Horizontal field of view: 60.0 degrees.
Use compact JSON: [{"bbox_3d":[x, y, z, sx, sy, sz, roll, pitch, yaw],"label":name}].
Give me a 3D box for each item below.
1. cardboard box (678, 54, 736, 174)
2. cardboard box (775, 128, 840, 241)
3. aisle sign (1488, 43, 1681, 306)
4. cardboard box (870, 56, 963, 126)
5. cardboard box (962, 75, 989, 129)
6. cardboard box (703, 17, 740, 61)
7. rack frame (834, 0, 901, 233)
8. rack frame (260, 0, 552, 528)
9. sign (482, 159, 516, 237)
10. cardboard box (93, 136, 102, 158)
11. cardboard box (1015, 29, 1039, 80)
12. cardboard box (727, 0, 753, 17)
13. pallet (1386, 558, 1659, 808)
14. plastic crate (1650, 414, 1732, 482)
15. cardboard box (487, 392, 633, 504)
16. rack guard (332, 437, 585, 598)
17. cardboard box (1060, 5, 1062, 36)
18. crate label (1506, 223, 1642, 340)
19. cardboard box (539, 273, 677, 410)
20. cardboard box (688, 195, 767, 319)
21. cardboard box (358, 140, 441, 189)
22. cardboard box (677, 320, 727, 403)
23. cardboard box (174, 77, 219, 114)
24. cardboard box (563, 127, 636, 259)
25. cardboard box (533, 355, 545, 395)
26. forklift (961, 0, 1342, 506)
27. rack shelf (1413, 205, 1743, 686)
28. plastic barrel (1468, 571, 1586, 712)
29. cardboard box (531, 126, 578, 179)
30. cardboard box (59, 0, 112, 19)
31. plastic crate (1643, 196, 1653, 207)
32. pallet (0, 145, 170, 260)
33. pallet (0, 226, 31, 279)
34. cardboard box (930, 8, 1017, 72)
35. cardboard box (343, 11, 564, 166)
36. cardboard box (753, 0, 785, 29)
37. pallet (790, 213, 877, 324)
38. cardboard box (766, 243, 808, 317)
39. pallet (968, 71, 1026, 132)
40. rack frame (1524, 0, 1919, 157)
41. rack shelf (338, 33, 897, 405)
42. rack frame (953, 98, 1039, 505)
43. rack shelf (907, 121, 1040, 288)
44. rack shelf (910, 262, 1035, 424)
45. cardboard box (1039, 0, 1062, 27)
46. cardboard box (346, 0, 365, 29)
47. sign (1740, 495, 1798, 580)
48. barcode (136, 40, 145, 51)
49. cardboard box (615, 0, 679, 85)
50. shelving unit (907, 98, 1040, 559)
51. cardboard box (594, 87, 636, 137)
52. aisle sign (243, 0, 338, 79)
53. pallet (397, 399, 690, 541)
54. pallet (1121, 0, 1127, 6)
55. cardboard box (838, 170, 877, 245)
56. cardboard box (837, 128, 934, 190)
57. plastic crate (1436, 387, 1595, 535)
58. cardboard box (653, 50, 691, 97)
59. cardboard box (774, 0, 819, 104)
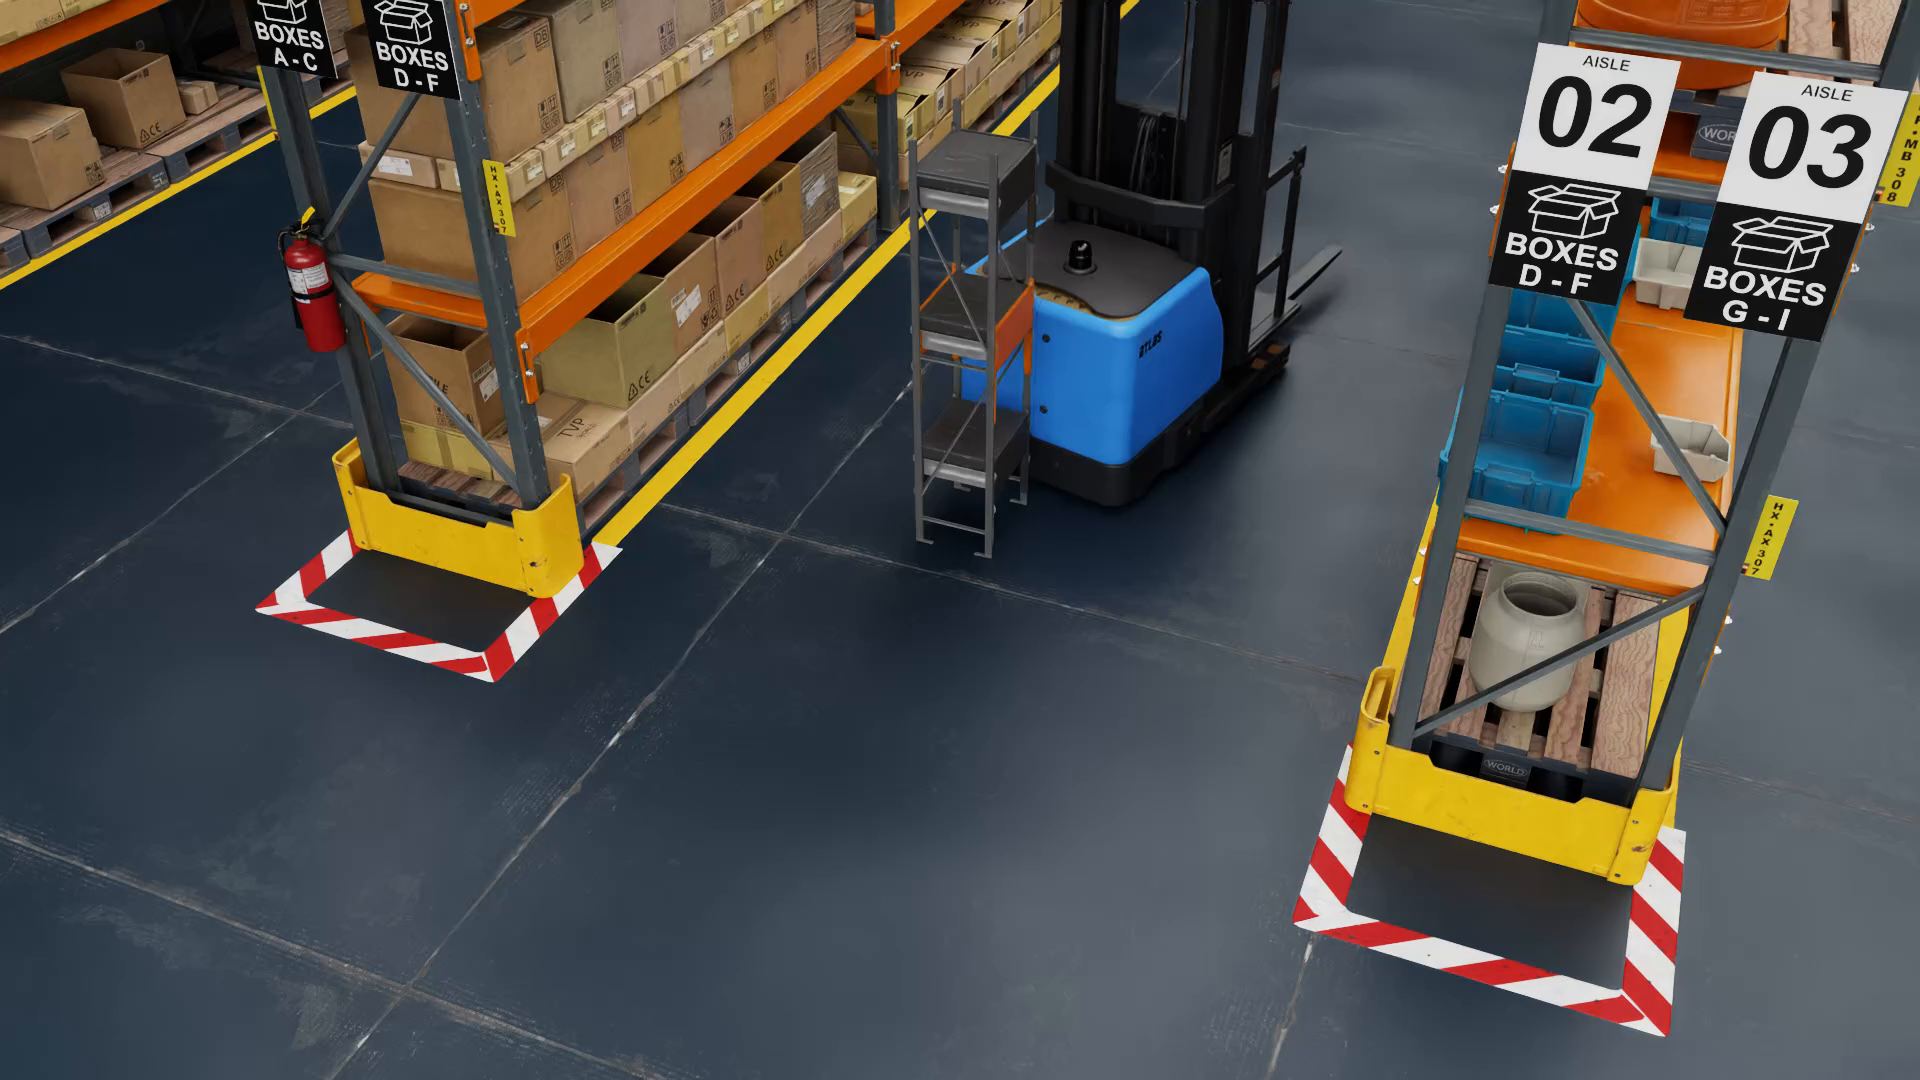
[{"bbox_3d":[-1.628,-2.308,8.748,0.700,0.500,0.500,15,39,19],"label":"cardboard box"},{"bbox_3d":[-1.057,-2.155,9.948,0.500,0.500,0.500,14,39,18],"label":"cardboard box"},{"bbox_3d":[1.874,-1.093,5.035,0.394,0.787,0.004,14,39,18],"label":"aisle sign"},{"bbox_3d":[-0.299,-3.108,11.381,0.500,0.311,0.500,13,39,17],"label":"cardboard box"},{"bbox_3d":[-0.109,-3.173,11.935,0.500,0.250,0.500,13,39,16],"label":"cardboard box"},{"bbox_3d":[-1.370,-2.619,8.623,0.380,0.149,0.250,15,39,19],"label":"cardboard box"},{"bbox_3d":[-0.882,-3.369,10.252,1.000,3.000,0.127,14,39,18],"label":"rack frame"},{"bbox_3d":[-2.404,-1.154,7.289,1.000,3.000,0.127,14,39,18],"label":"rack frame"},{"bbox_3d":[-1.893,-1.403,6.832,0.100,0.325,0.005,14,39,18],"label":"sign"},{"bbox_3d":[-6.091,-2.649,11.302,0.380,0.149,0.250,11,38,14],"label":"cardboard box"},{"bbox_3d":[0.279,-3.740,12.693,0.500,0.250,0.500,15,39,19],"label":"cardboard box"},{"bbox_3d":[-1.427,-3.124,8.757,0.700,0.500,0.500,14,39,18],"label":"cardboard box"},{"bbox_3d":[2.475,0.592,7.282,1.003,0.211,1.213,14,39,18],"label":"pallet"},{"bbox_3d":[2.814,-0.340,6.420,0.298,0.136,0.250,14,39,18],"label":"plastic crate"},{"bbox_3d":[-1.994,-0.467,8.316,0.500,0.250,0.500,14,39,18],"label":"cardboard box"},{"bbox_3d":[-2.413,-0.140,8.019,1.175,0.500,0.348,14,39,18],"label":"rack guard"},{"bbox_3d":[0.666,-4.303,13.448,0.500,0.250,0.500,15,39,19],"label":"cardboard box"},{"bbox_3d":[2.626,-1.119,7.212,0.502,0.435,0.616,14,39,18],"label":"crate label"},{"bbox_3d":[-1.805,-1.045,8.462,0.500,0.500,0.500,14,39,18],"label":"cardboard box"},{"bbox_3d":[-1.421,-1.598,9.201,0.500,0.500,0.500,14,39,18],"label":"cardboard box"},{"bbox_3d":[-2.435,-1.709,7.406,0.380,0.149,0.250,13,39,17],"label":"cardboard box"},{"bbox_3d":[-1.616,-1.022,9.057,0.500,0.250,0.500,14,39,18],"label":"cardboard box"},{"bbox_3d":[-5.640,-3.234,12.070,0.380,0.166,0.250,9,38,12],"label":"cardboard box"},{"bbox_3d":[-2.019,-1.742,7.991,0.700,0.500,0.500,15,39,19],"label":"cardboard box"},{"bbox_3d":[-2.294,-0.865,8.847,0.500,0.250,0.500,14,39,18],"label":"cardboard box"},{"bbox_3d":[1.231,-2.184,8.724,1.130,2.935,3.031,23,42,27],"label":"forklift"},{"bbox_3d":[2.937,-0.843,7.473,1.077,0.370,4.000,14,39,18],"label":"rack shelf"},{"bbox_3d":[2.355,0.423,6.906,0.421,0.512,0.421,0,37,0],"label":"plastic barrel"},{"bbox_3d":[-1.957,-1.769,7.486,0.380,0.149,0.250,13,39,17],"label":"cardboard box"},{"bbox_3d":[-5.738,-3.556,10.610,0.500,0.250,0.500,14,39,17],"label":"cardboard box"},{"bbox_3d":[3.381,-1.953,8.409,0.767,0.338,0.504,14,39,18],"label":"plastic crate"},{"bbox_3d":[-6.150,-2.321,11.178,1.003,0.211,1.213,14,39,18],"label":"pallet"},{"bbox_3d":[-6.615,-1.647,10.278,1.003,0.211,1.213,14,39,18],"label":"pallet"},{"bbox_3d":[0.090,-3.684,12.151,0.500,0.311,0.500,15,39,19],"label":"cardboard box"},{"bbox_3d":[-2.194,-1.999,7.251,0.700,0.500,0.500,14,39,18],"label":"cardboard box"},{"bbox_3d":[-1.176,-2.906,9.008,0.380,0.149,0.250,14,39,18],"label":"cardboard box"},{"bbox_3d":[-1.223,-1.821,10.510,1.003,0.211,1.213,14,39,18],"label":"pallet"},{"bbox_3d":[-1.232,-1.574,9.797,0.500,0.250,0.500,14,39,18],"label":"cardboard box"},{"bbox_3d":[-0.175,-3.347,12.551,1.003,0.211,1.213,14,39,18],"label":"pallet"},{"bbox_3d":[2.176,-2.427,3.980,1.000,3.000,0.127,14,39,18],"label":"rack frame"},{"bbox_3d":[-1.643,-1.973,8.986,1.077,0.370,4.000,14,39,18],"label":"rack shelf"},{"bbox_3d":[0.156,-1.068,7.925,0.400,2.100,0.015,14,39,18],"label":"rack frame"},{"bbox_3d":[0.063,-1.482,7.333,0.431,0.518,0.480,14,39,18],"label":"rack shelf"},{"bbox_3d":[0.063,-0.922,7.752,0.431,0.518,0.480,14,39,18],"label":"rack shelf"},{"bbox_3d":[0.477,-4.240,12.894,0.500,0.311,0.500,13,39,17],"label":"cardboard box"},{"bbox_3d":[-5.049,-4.379,13.324,0.700,0.500,0.500,13,39,17],"label":"cardboard box"},{"bbox_3d":[2.683,-0.007,5.523,0.100,0.325,0.005,14,39,18],"label":"sign"},{"bbox_3d":[-5.892,-3.554,11.953,0.001,0.075,0.075,14,39,18],"label":"barcode"},{"bbox_3d":[-1.808,-2.570,8.016,0.700,0.500,0.500,14,39,18],"label":"cardboard box"},{"bbox_3d":[0.063,-0.933,7.744,0.431,2.100,0.503,14,39,18],"label":"shelving unit"},{"bbox_3d":[-1.763,-2.046,7.857,0.380,0.149,0.250,13,39,17],"label":"cardboard box"},{"bbox_3d":[-2.700,-2.226,6.551,0.394,0.787,0.004,14,39,18],"label":"aisle sign"},{"bbox_3d":[-2.151,-0.470,8.703,1.003,0.211,1.213,14,39,18],"label":"pallet"},{"bbox_3d":[0.959,-4.871,14.591,1.003,0.211,1.213,14,39,18],"label":"pallet"},{"bbox_3d":[-0.856,-2.129,10.539,0.500,0.250,0.500,14,39,18],"label":"cardboard box"},{"bbox_3d":[-0.499,-2.603,11.172,0.500,0.250,0.500,13,39,17],"label":"cardboard box"},{"bbox_3d":[2.089,-0.309,6.283,0.499,0.251,0.616,14,39,18],"label":"plastic crate"},{"bbox_3d":[-1.567,-2.336,8.244,0.380,0.149,0.250,13,39,17],"label":"cardboard box"},{"bbox_3d":[-1.239,-2.868,9.498,0.700,0.500,0.500,13,39,17],"label":"cardboard box"}]
